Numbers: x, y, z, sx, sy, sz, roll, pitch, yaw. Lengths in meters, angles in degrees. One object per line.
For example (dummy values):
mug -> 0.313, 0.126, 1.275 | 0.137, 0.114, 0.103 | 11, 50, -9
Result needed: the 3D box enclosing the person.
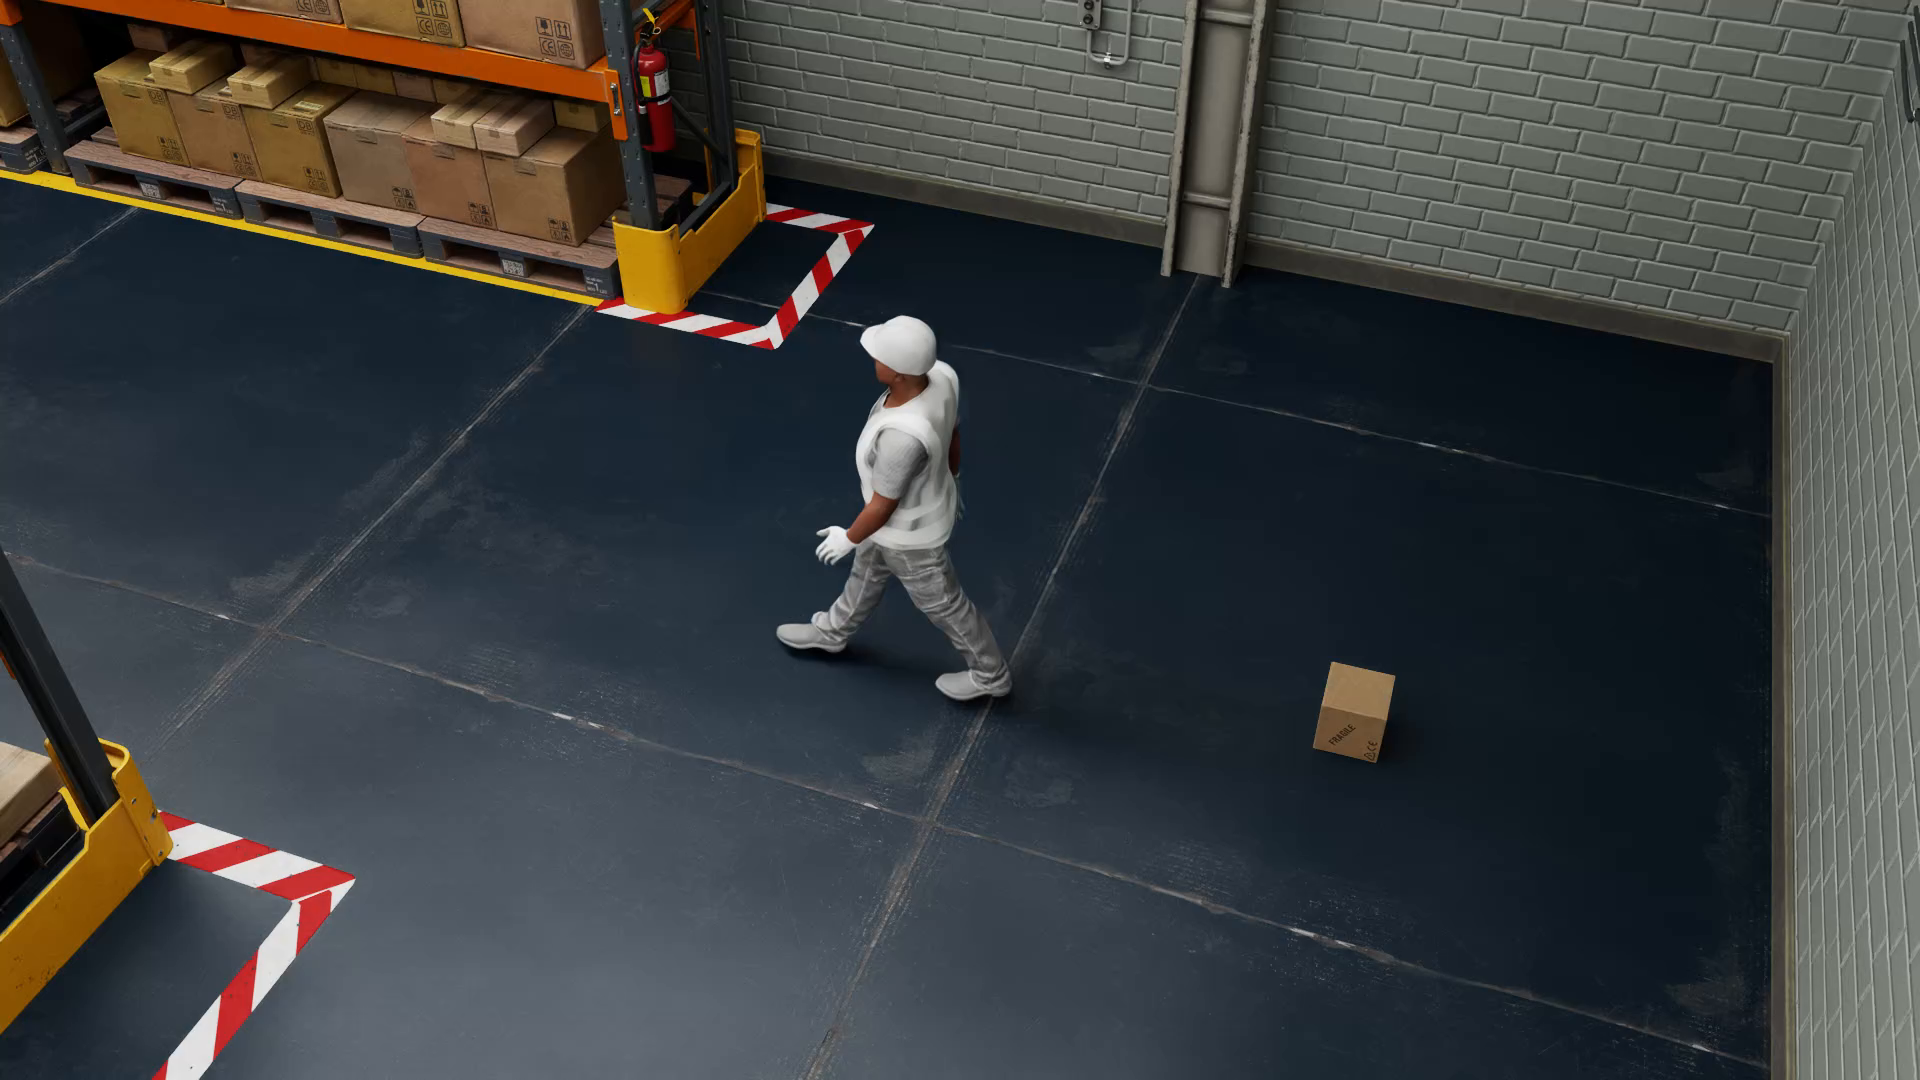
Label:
person -> -0.287, -0.112, 6.239 | 1.016, 1.725, 0.564 | 6, 42, 7
